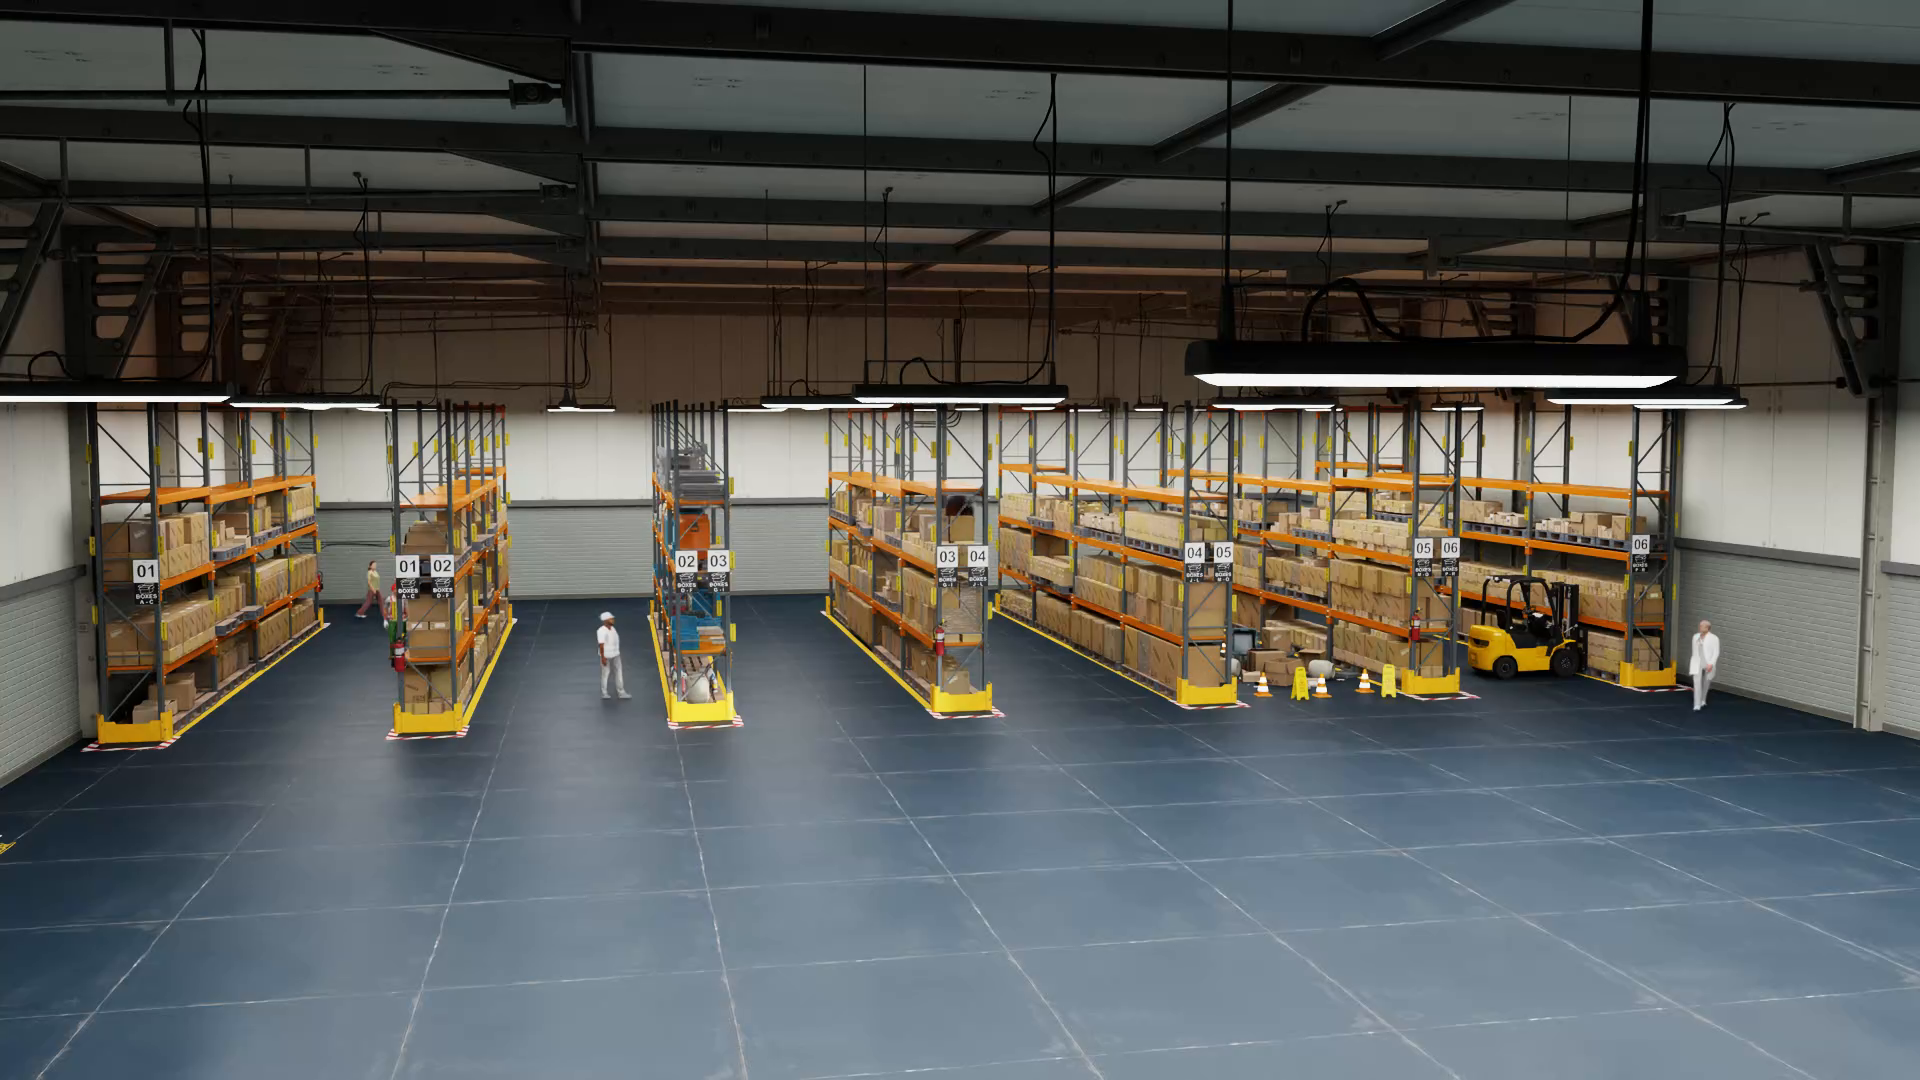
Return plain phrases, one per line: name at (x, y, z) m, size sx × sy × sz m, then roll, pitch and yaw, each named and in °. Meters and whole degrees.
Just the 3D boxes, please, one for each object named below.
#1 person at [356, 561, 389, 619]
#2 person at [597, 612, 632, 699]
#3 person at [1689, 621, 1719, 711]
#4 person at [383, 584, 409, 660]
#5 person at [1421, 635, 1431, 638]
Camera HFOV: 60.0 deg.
person at (-16.403, 1.401, 46.590) m, size 1.015 × 1.624 × 0.556 m, roll 0°, pitch 4°, yaw 2°
person at (-7.003, 2.330, 33.419) m, size 0.646 × 1.763 × 0.603 m, roll 4°, pitch 6°, yaw 40°
person at (14.372, 2.421, 32.161) m, size 0.525 × 1.733 × 1.126 m, roll 1°, pitch 4°, yaw 16°
person at (-13.140, 1.900, 38.845) m, size 0.646 × 1.730 × 1.060 m, roll -1°, pitch 4°, yaw -14°
person at (10.770, 2.007, 38.455) m, size 0.426 × 1.659 × 0.482 m, roll 1°, pitch 4°, yaw 13°
